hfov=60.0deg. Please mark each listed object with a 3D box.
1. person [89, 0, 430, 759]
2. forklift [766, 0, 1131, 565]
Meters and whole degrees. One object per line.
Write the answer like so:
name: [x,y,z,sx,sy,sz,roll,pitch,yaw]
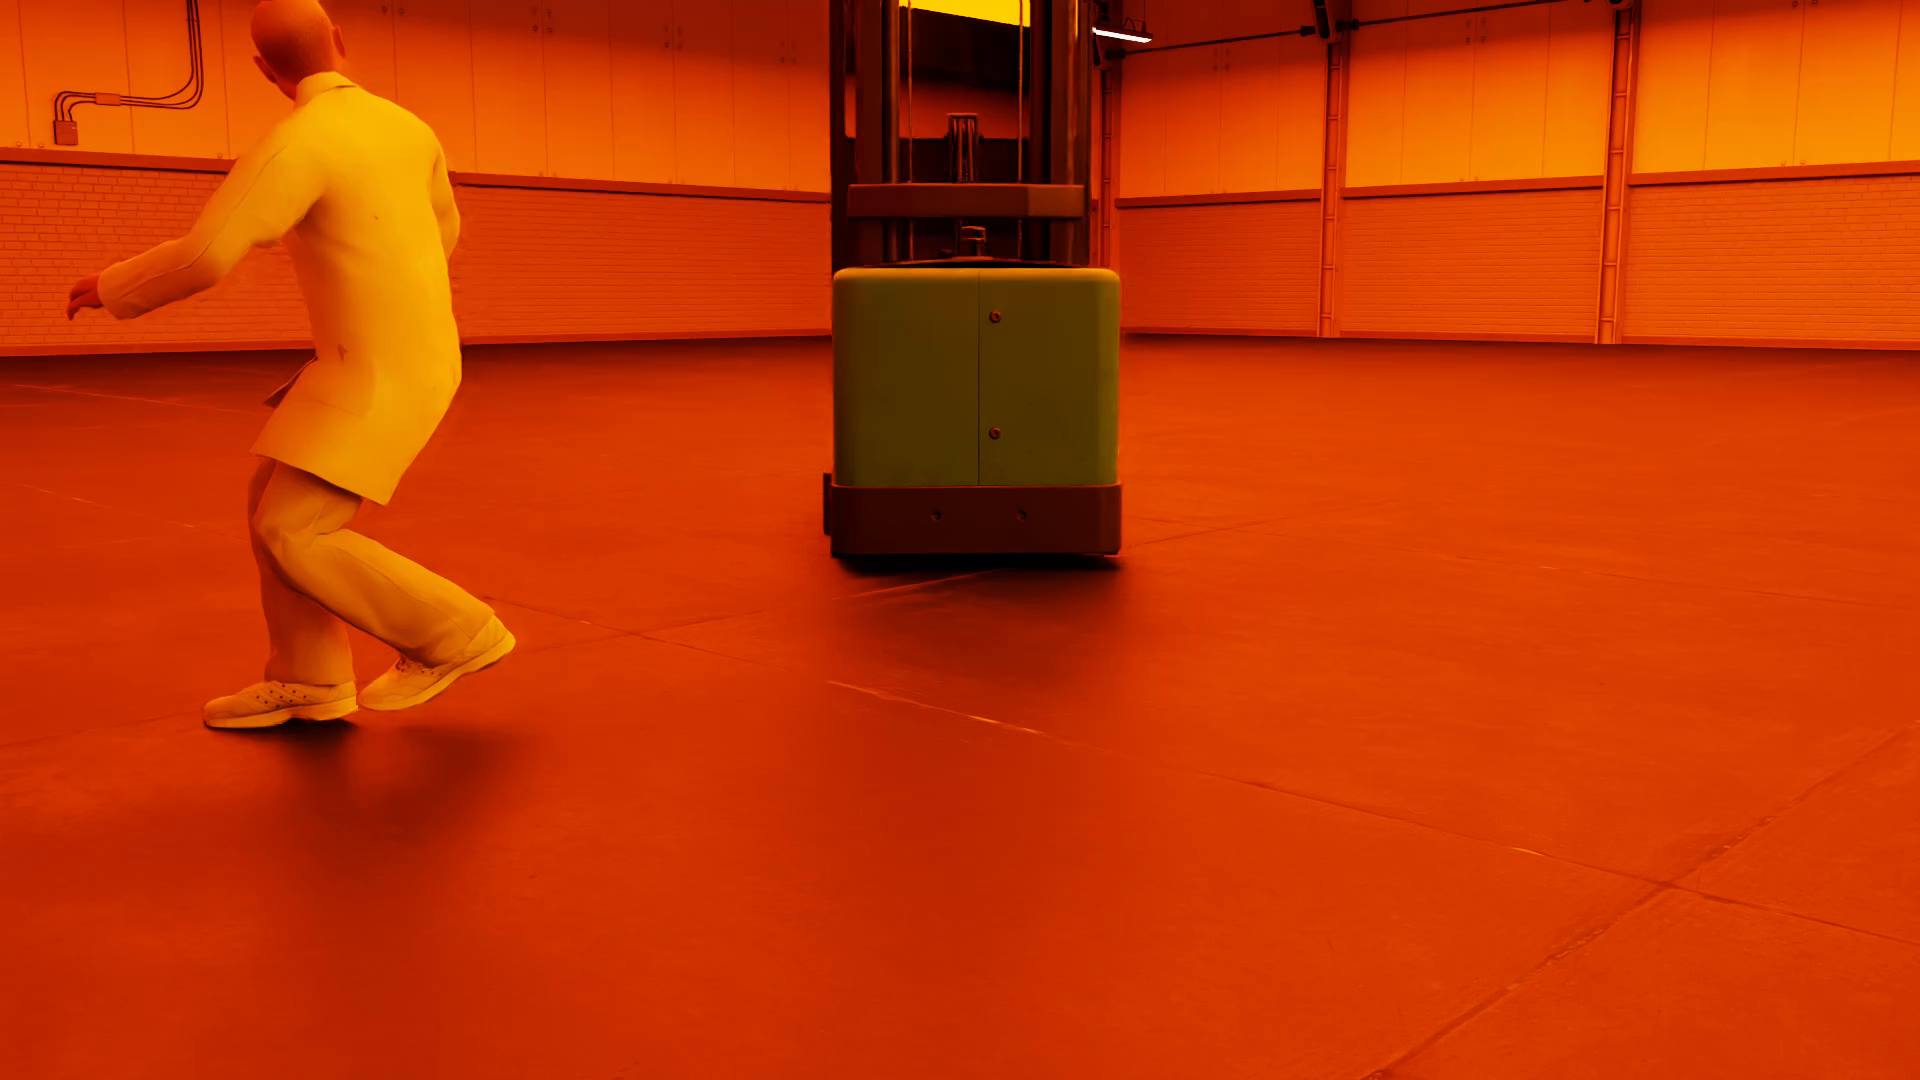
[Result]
person: [-1.538,-0.406,3.580,0.551,1.749,0.790,2,9,15]
forklift: [0.142,-1.538,7.086,1.130,2.935,3.031,2,9,13]
